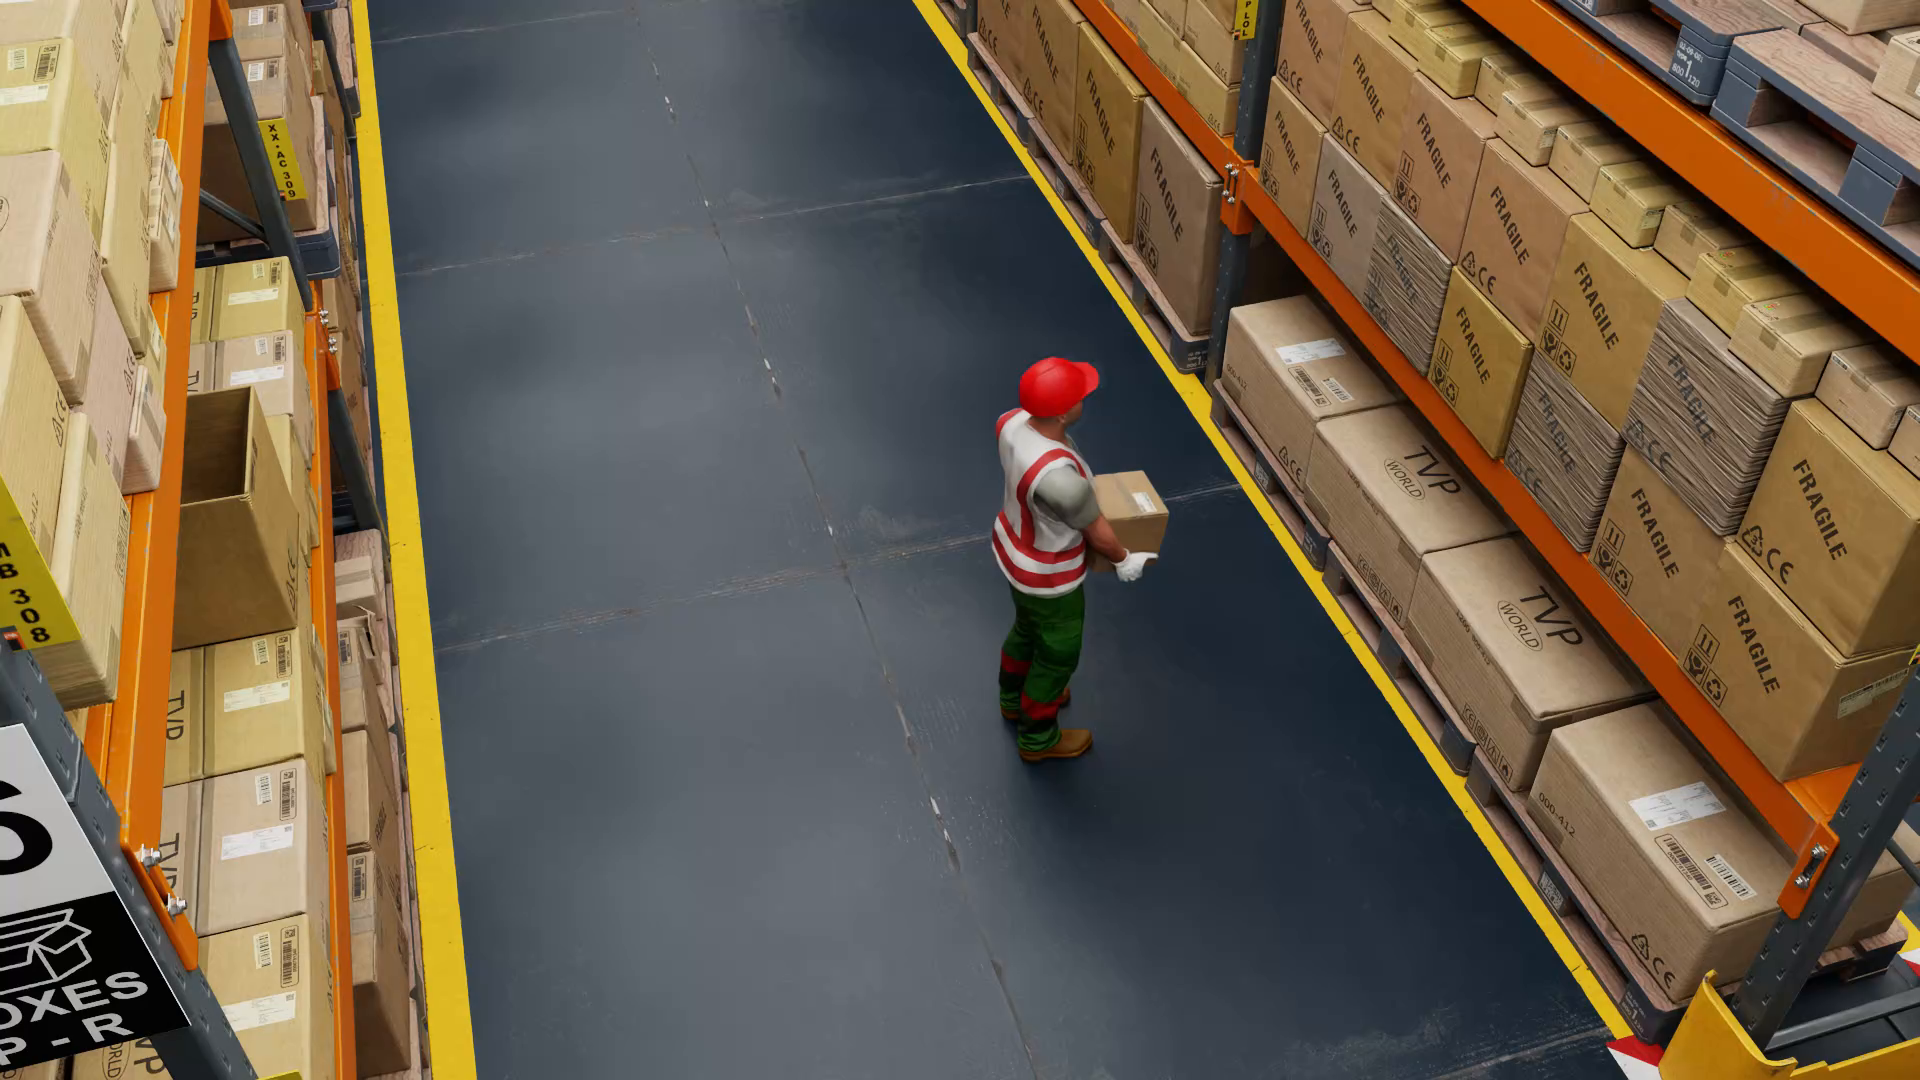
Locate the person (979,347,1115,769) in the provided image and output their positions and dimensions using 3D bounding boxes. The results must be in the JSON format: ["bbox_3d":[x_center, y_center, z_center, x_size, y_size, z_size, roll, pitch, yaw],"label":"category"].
[{"bbox_3d":[0.317,0.069,6.072,0.452,1.779,0.618,-14,44,-15],"label":"person"}]
